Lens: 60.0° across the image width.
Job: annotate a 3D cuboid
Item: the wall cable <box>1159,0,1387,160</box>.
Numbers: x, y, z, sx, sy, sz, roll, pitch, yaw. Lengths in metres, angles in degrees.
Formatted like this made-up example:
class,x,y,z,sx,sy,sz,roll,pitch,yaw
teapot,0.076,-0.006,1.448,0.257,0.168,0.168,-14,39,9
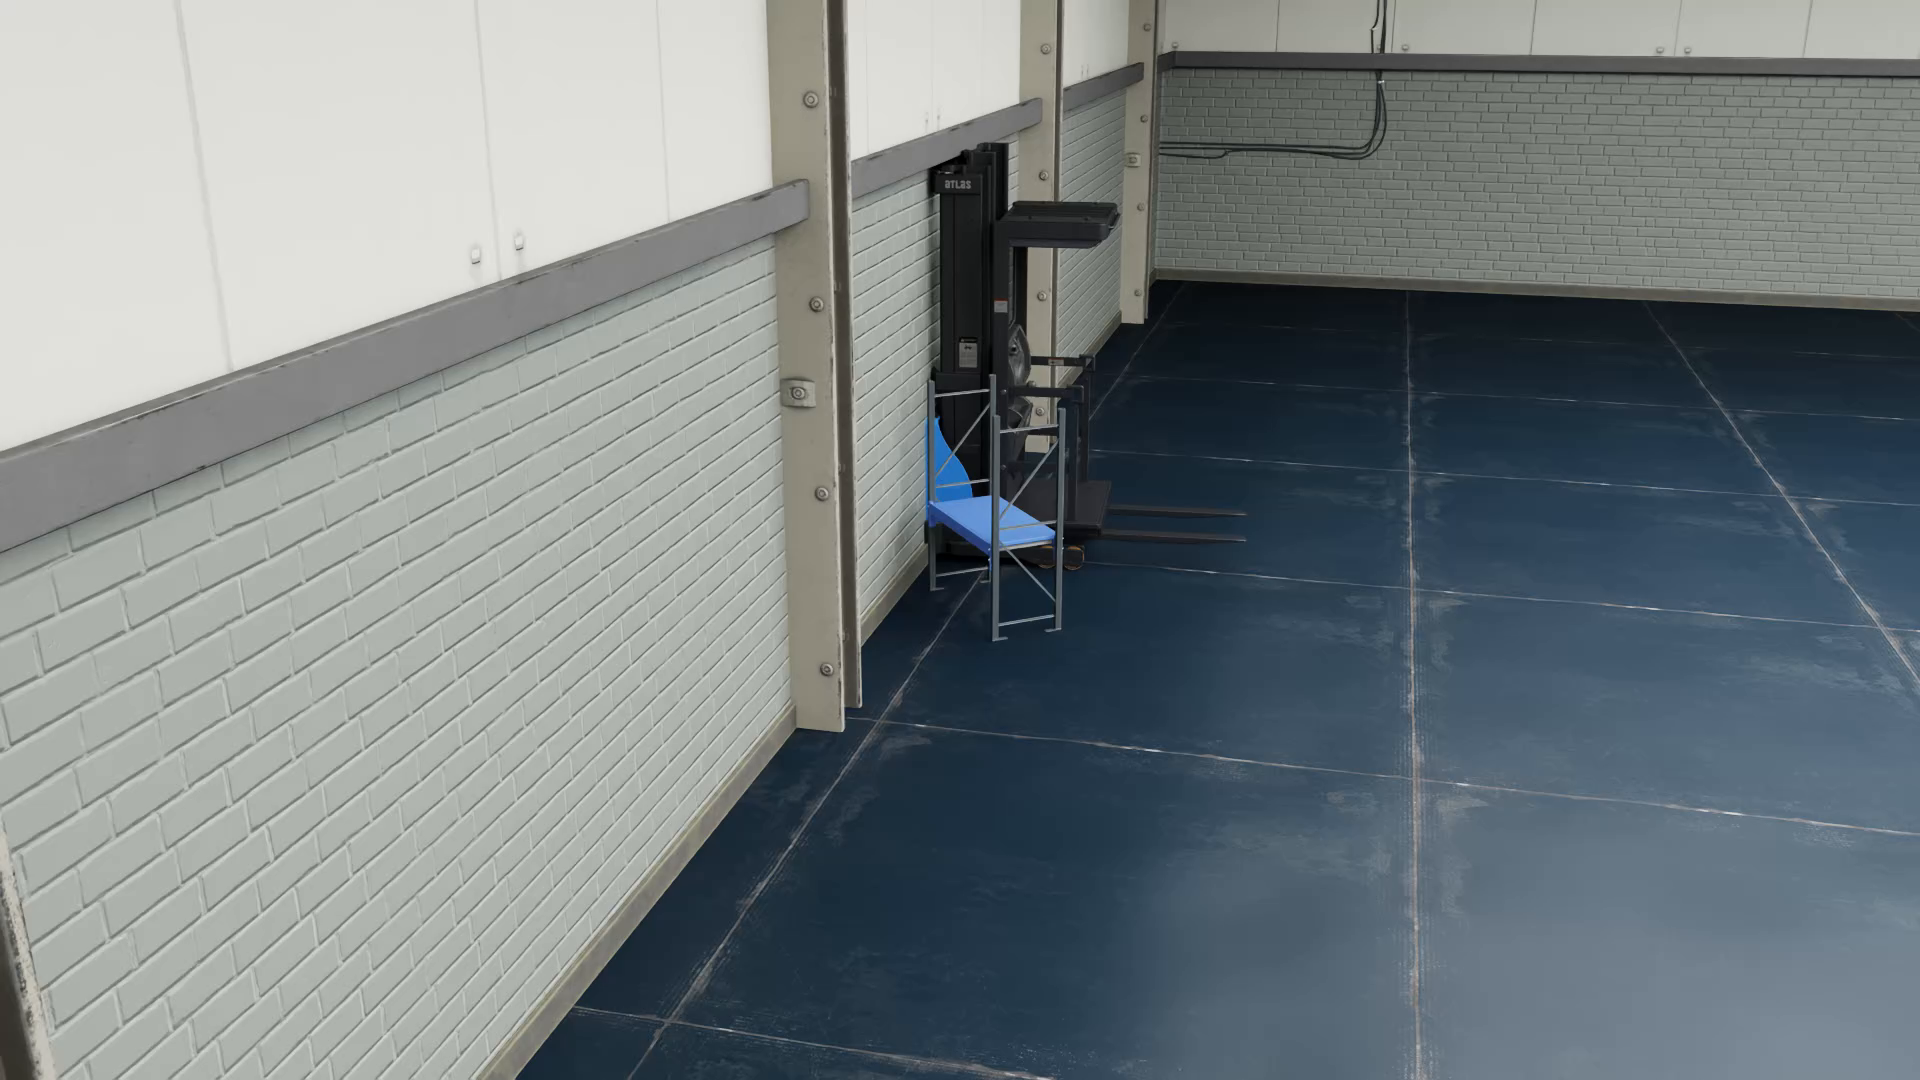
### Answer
class,x,y,z,sx,sy,sz,roll,pitch,yaw
wall cable,4.159,-6.347,22.151,3.097,2.526,0.112,5,19,13

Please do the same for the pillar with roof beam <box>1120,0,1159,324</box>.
class,x,y,z,sx,sy,sz,roll,pitch,yaw
pillar with roof beam,6.331,-6.657,18.256,9.100,9.000,0.400,5,19,13

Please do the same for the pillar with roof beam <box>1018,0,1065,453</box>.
class,x,y,z,sx,sy,sz,roll,pitch,yaw
pillar with roof beam,4.865,-4.777,12.751,9.100,9.000,0.400,5,19,13

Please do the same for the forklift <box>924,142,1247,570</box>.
class,x,y,z,sx,sy,sz,roll,pitch,yaw
forklift,0.621,-1.355,12.120,3.031,2.935,1.130,3,19,9

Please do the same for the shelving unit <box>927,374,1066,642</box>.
class,x,y,z,sx,sy,sz,roll,pitch,yaw
shelving unit,0.222,-0.239,11.066,0.538,1.500,1.048,-8,21,-23

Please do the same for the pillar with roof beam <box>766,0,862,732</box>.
class,x,y,z,sx,sy,sz,roll,pitch,yaw
pillar with roof beam,3.399,-2.896,7.245,9.100,9.000,0.400,5,19,13

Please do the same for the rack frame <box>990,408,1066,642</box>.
class,x,y,z,sx,sy,sz,roll,pitch,yaw
rack frame,0.431,-0.089,10.627,0.500,1.500,0.032,-8,21,-23

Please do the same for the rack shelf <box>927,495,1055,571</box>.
class,x,y,z,sx,sy,sz,roll,pitch,yaw
rack shelf,0.222,-0.068,11.124,0.538,0.185,1.000,-8,21,-23

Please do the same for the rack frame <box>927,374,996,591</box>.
class,x,y,z,sx,sy,sz,roll,pitch,yaw
rack frame,0.012,-0.388,11.504,0.500,1.500,0.032,-8,21,-23
